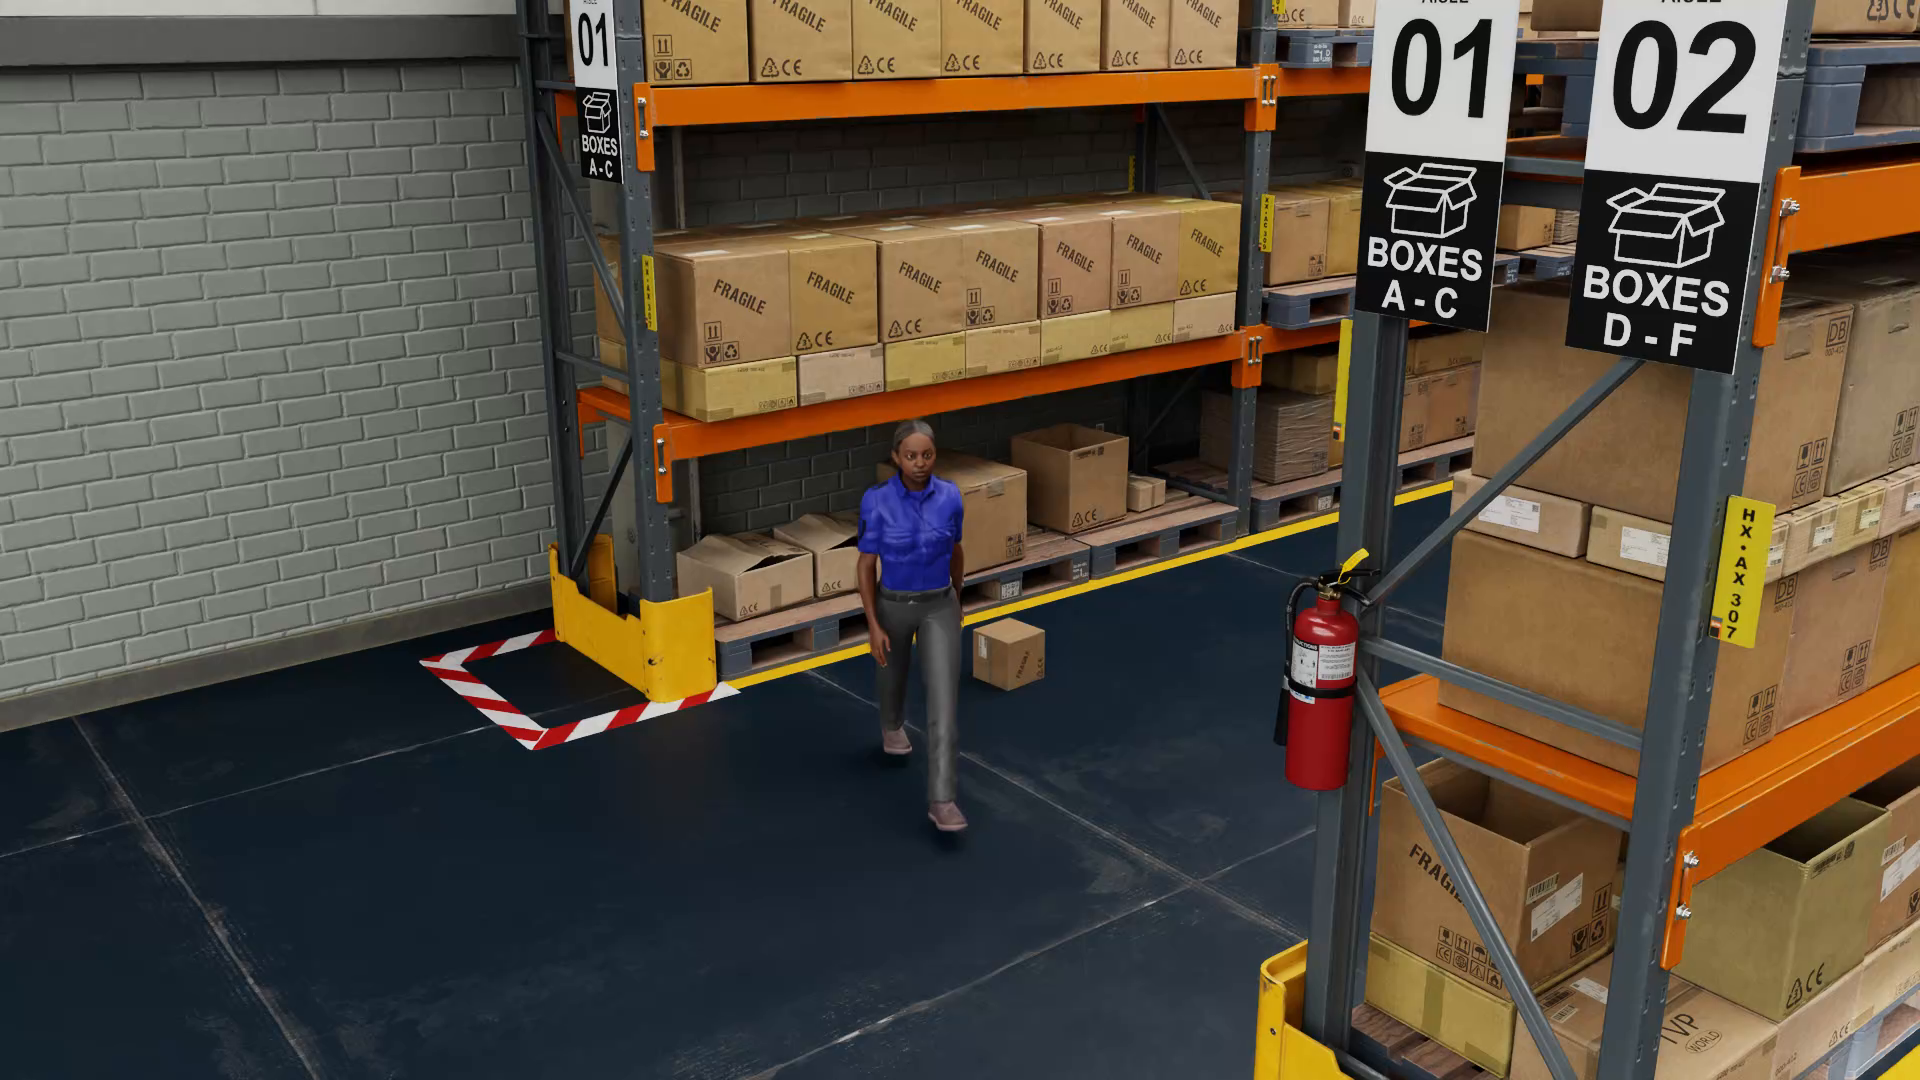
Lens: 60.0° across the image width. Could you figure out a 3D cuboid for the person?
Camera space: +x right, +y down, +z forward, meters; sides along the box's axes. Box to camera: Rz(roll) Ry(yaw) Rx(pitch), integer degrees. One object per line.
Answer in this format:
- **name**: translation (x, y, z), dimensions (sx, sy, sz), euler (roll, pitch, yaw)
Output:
- **person**: translation (-0.190, 0.285, 6.695), dimensions (0.450, 1.591, 1.060), euler (-3, 18, -8)
